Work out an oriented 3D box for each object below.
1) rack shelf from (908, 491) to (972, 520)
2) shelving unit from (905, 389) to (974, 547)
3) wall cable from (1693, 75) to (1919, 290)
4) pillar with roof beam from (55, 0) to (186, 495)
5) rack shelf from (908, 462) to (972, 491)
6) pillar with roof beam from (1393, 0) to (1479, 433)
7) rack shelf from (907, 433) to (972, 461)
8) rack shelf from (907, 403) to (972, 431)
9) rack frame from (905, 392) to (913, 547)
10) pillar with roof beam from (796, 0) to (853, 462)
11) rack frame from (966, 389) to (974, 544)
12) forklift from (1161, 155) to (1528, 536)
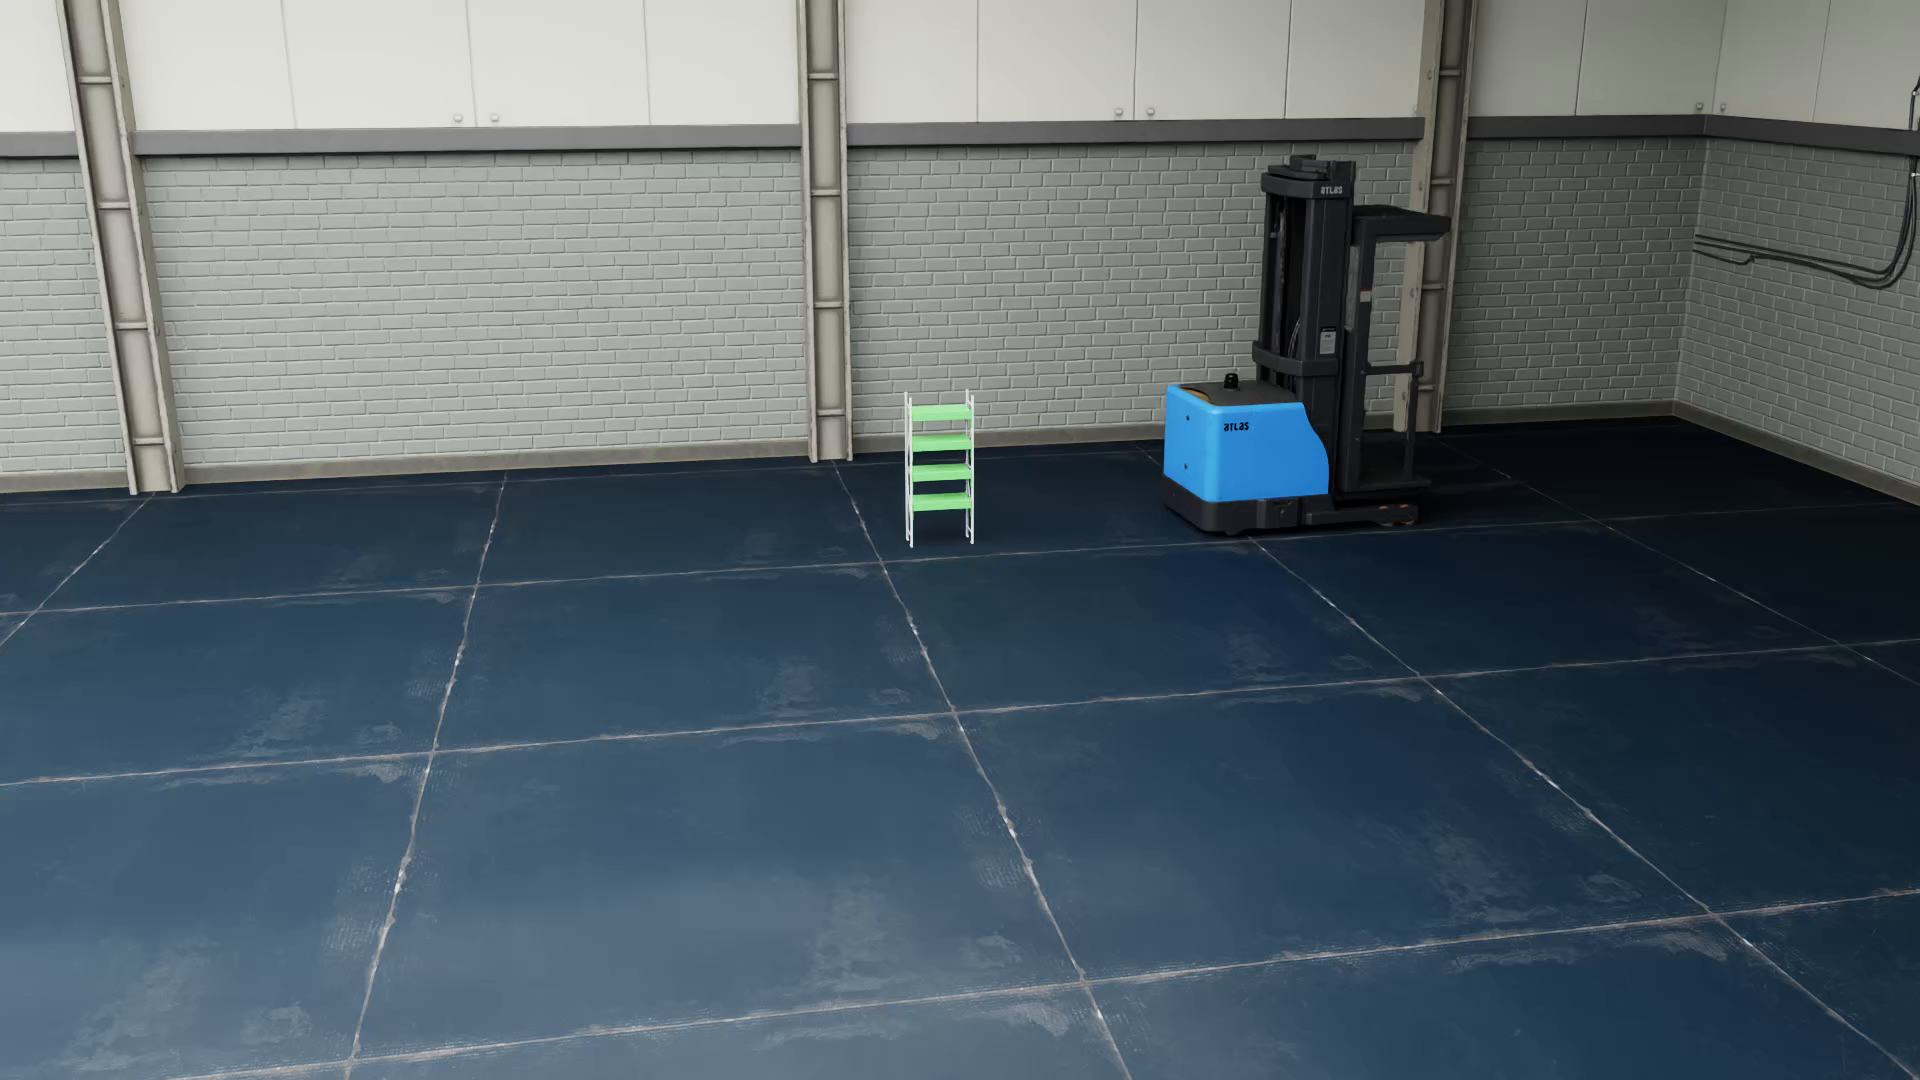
[{"bbox_3d":[-0.163,-0.274,13.195,0.480,0.148,0.258,-3,17,-10],"label":"rack shelf"},{"bbox_3d":[-0.163,-0.564,13.106,0.503,1.200,0.258,-3,17,-10],"label":"shelving unit"},{"bbox_3d":[7.799,-3.723,15.394,0.112,2.526,3.097,-3,17,-10],"label":"wall cable"},{"bbox_3d":[-6.310,-3.515,9.429,0.400,9.000,9.100,-3,17,-10],"label":"pillar with roof beam"},{"bbox_3d":[-0.163,-0.503,13.124,0.480,0.148,0.258,-3,17,-10],"label":"rack shelf"},{"bbox_3d":[5.472,-4.183,11.605,0.400,9.000,9.100,-3,17,-10],"label":"pillar with roof beam"},{"bbox_3d":[-0.163,-0.733,13.054,0.480,0.148,0.258,-3,17,-10],"label":"rack shelf"},{"bbox_3d":[-0.163,-0.962,12.983,0.480,0.148,0.258,-3,17,-10],"label":"rack shelf"},{"bbox_3d":[-0.402,-0.551,13.061,0.015,1.200,0.240,-3,17,-10],"label":"rack frame"},{"bbox_3d":[-0.419,-3.849,10.517,0.400,9.000,9.100,-3,17,-10],"label":"pillar with roof beam"},{"bbox_3d":[0.077,-0.578,13.150,0.015,1.200,0.240,-3,17,-10],"label":"rack frame"},{"bbox_3d":[3.284,-1.656,13.711,3.031,2.935,1.130,-5,18,-14],"label":"forklift"}]
